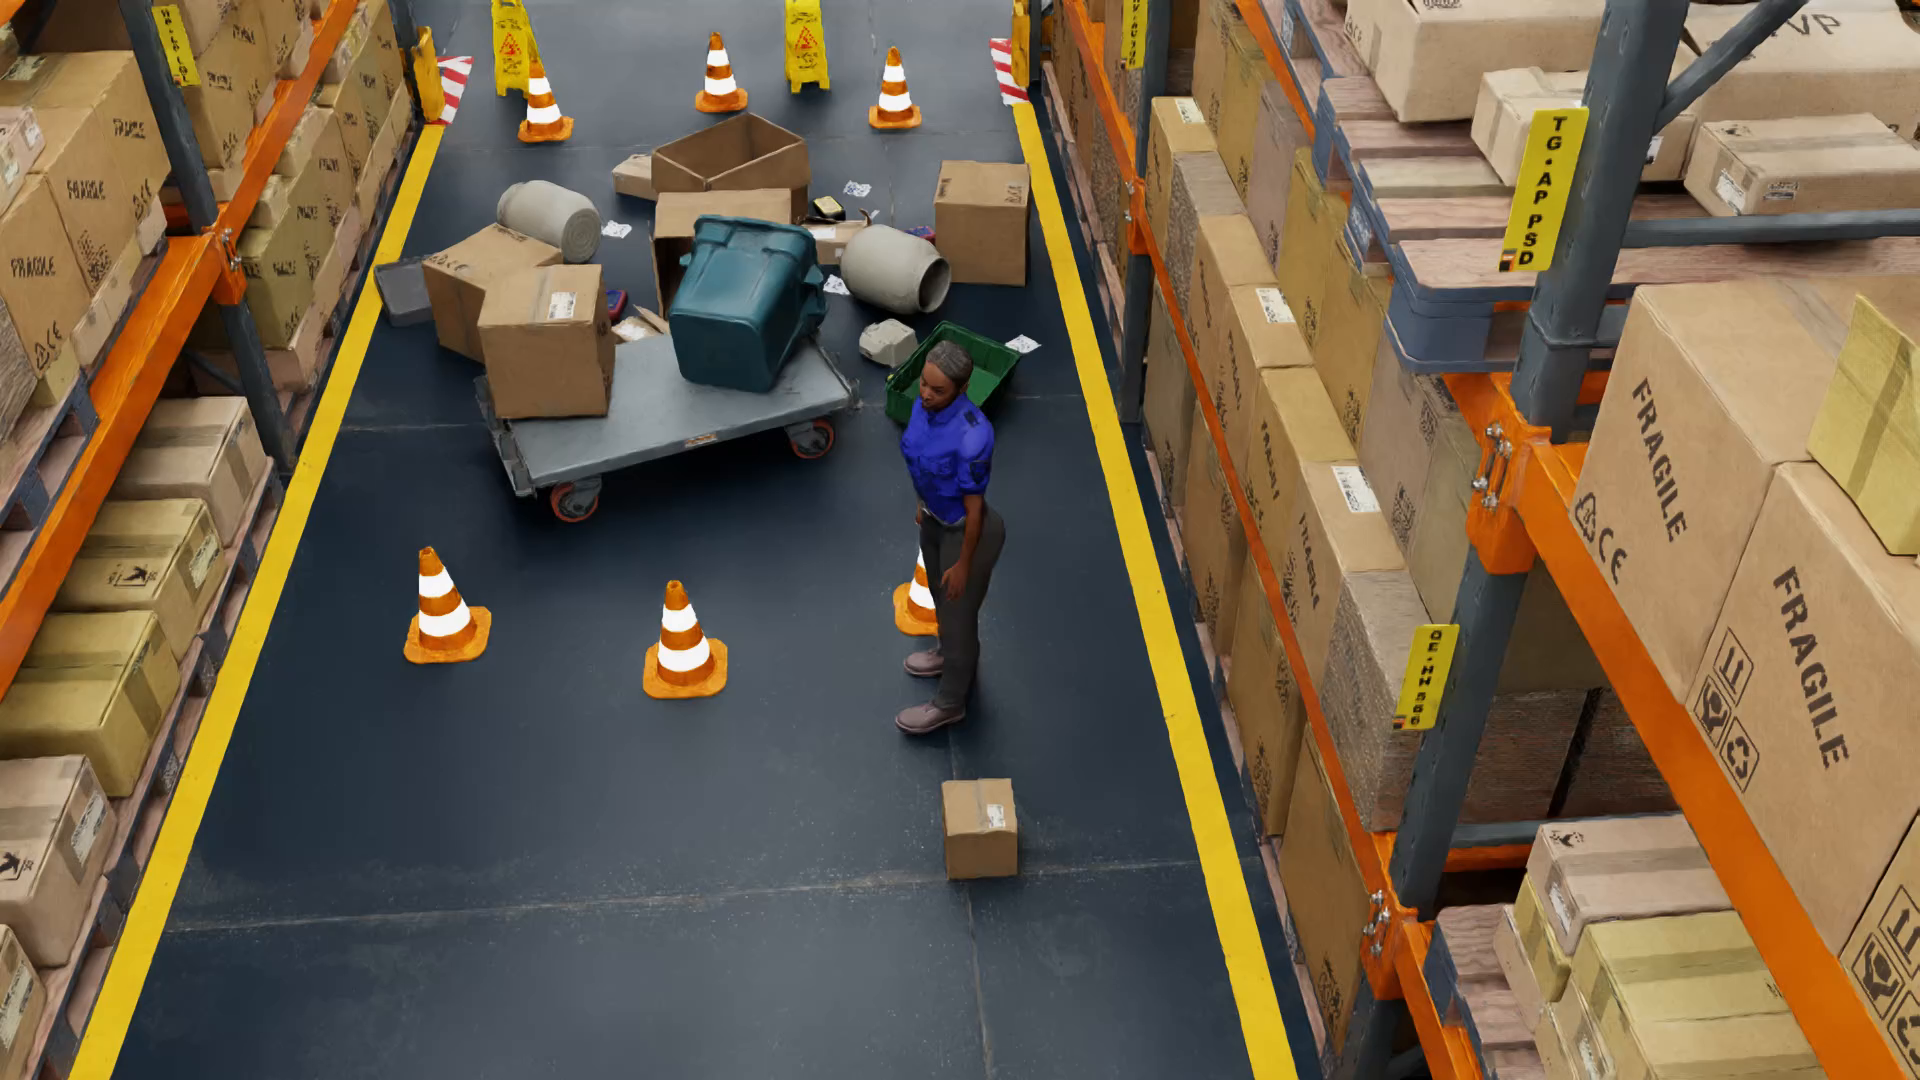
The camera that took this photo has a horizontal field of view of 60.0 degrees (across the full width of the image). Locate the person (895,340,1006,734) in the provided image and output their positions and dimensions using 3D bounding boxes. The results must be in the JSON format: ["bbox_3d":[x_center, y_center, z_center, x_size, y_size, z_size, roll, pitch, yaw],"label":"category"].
[{"bbox_3d":[-0.104,-0.020,6.154,0.475,1.665,0.520,-19,43,-22],"label":"person"}]
